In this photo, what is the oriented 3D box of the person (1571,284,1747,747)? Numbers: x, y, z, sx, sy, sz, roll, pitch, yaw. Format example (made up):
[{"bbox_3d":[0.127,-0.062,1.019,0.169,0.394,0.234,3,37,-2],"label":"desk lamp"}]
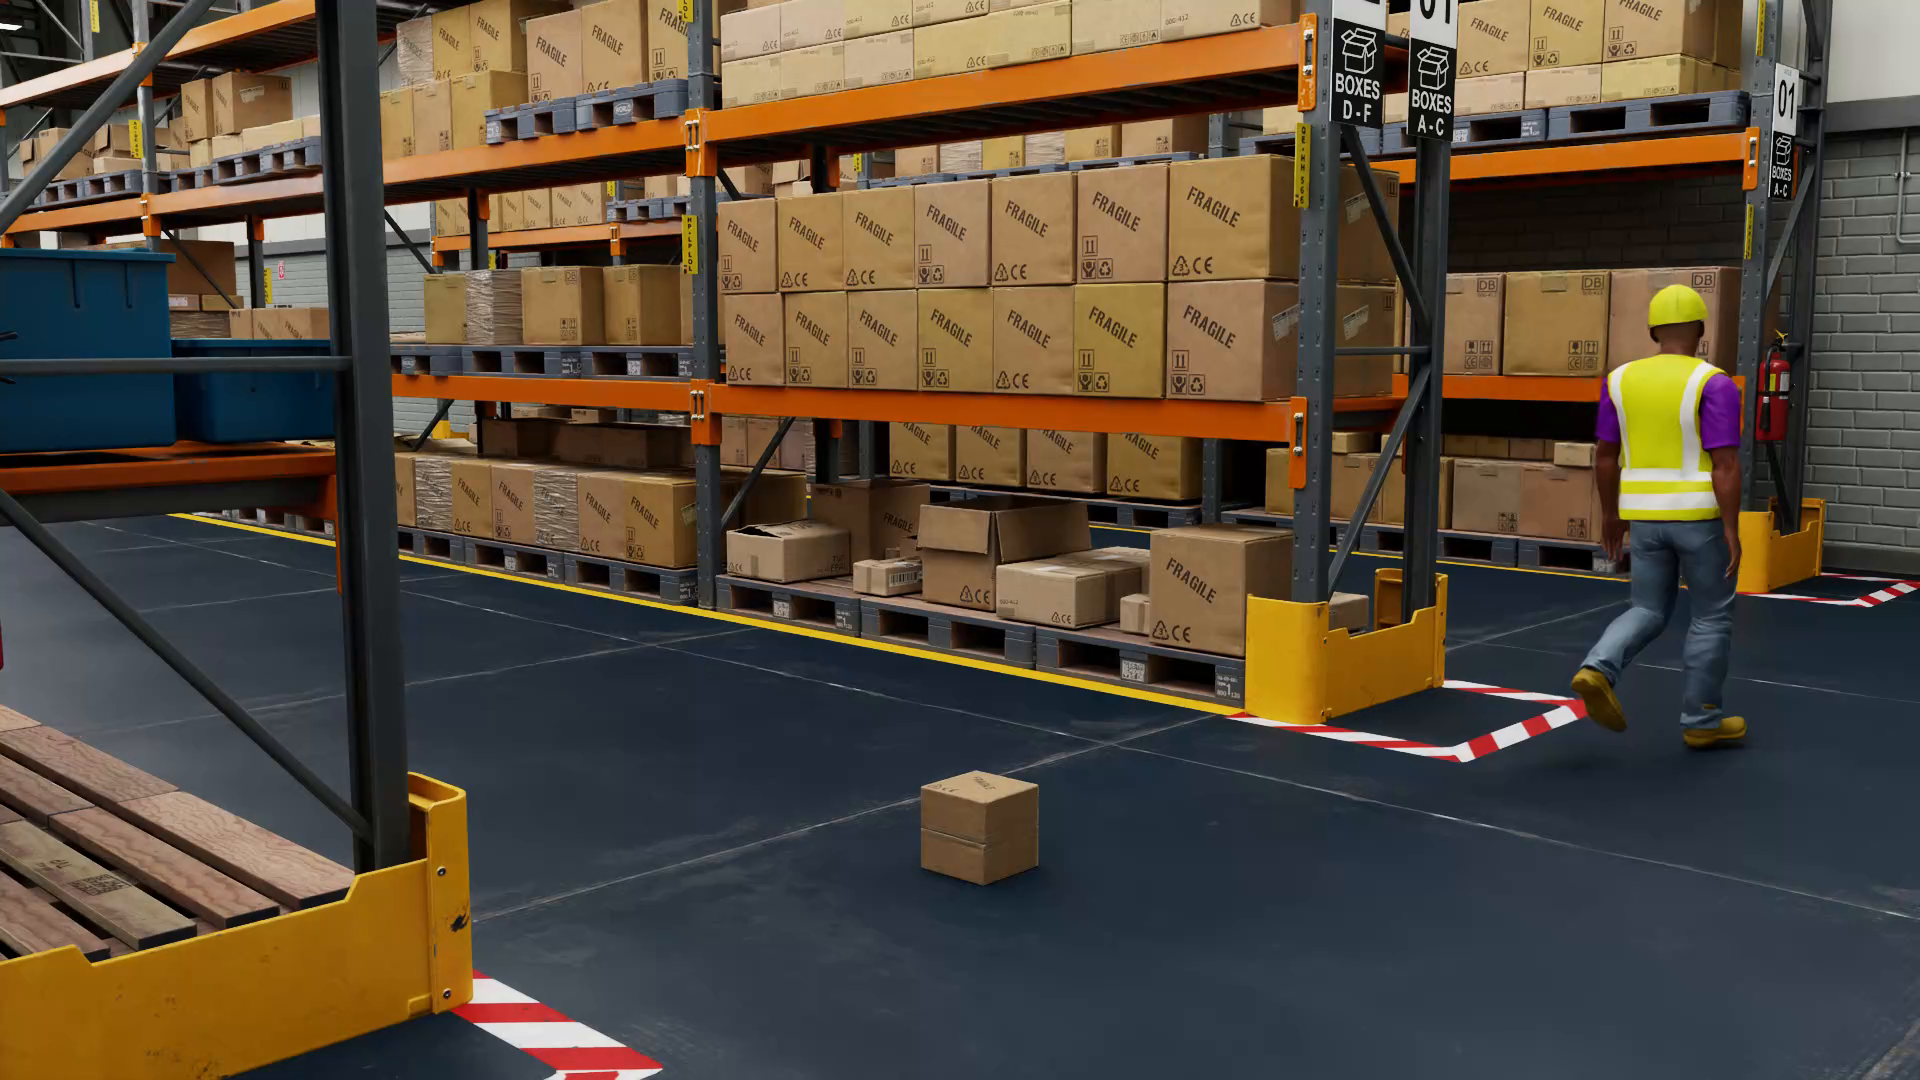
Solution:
[{"bbox_3d":[-4.753,-0.550,10.071,8.535,1.745,15.404,-5,9,-35],"label":"person"}]
